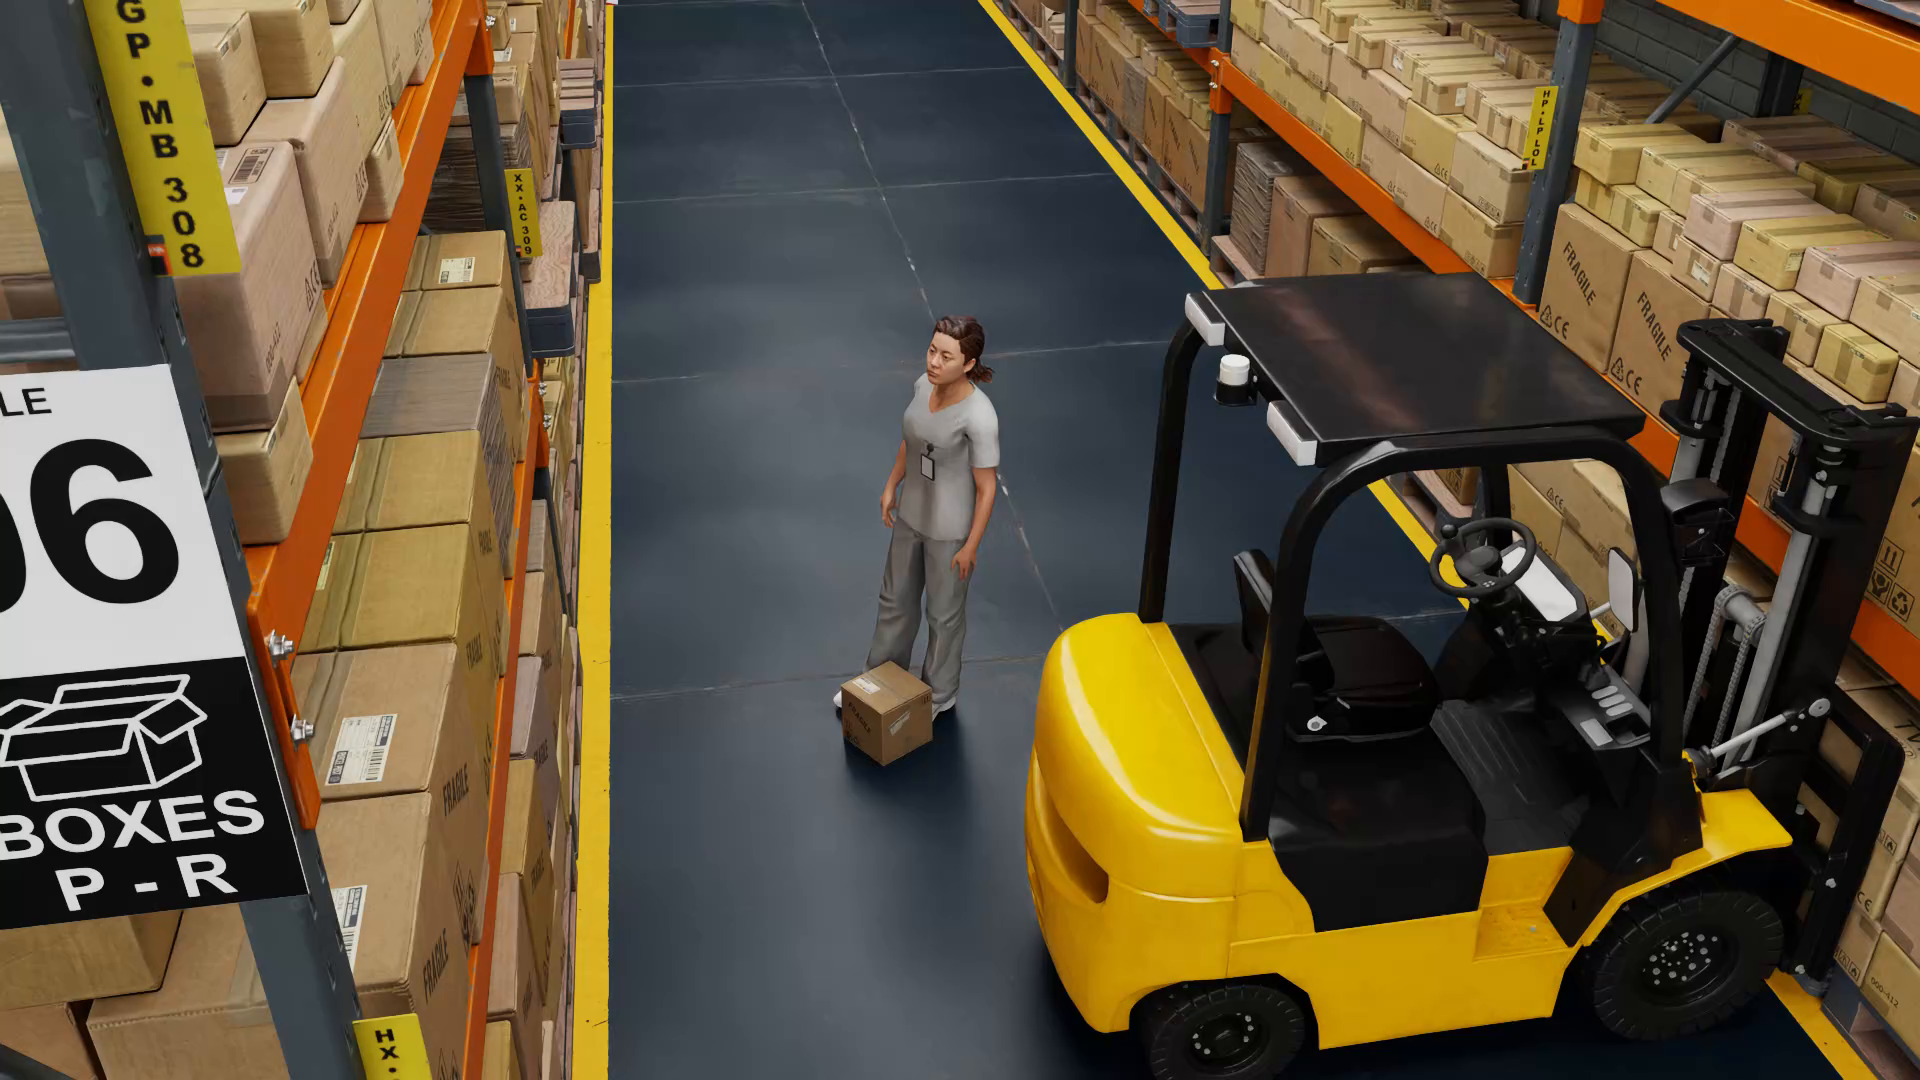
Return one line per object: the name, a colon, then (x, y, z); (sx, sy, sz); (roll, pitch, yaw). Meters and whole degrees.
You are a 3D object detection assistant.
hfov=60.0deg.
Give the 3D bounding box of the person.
person: (-0.138, -0.039, 6.181); (0.549, 1.675, 0.550); (-23, 38, -33)
